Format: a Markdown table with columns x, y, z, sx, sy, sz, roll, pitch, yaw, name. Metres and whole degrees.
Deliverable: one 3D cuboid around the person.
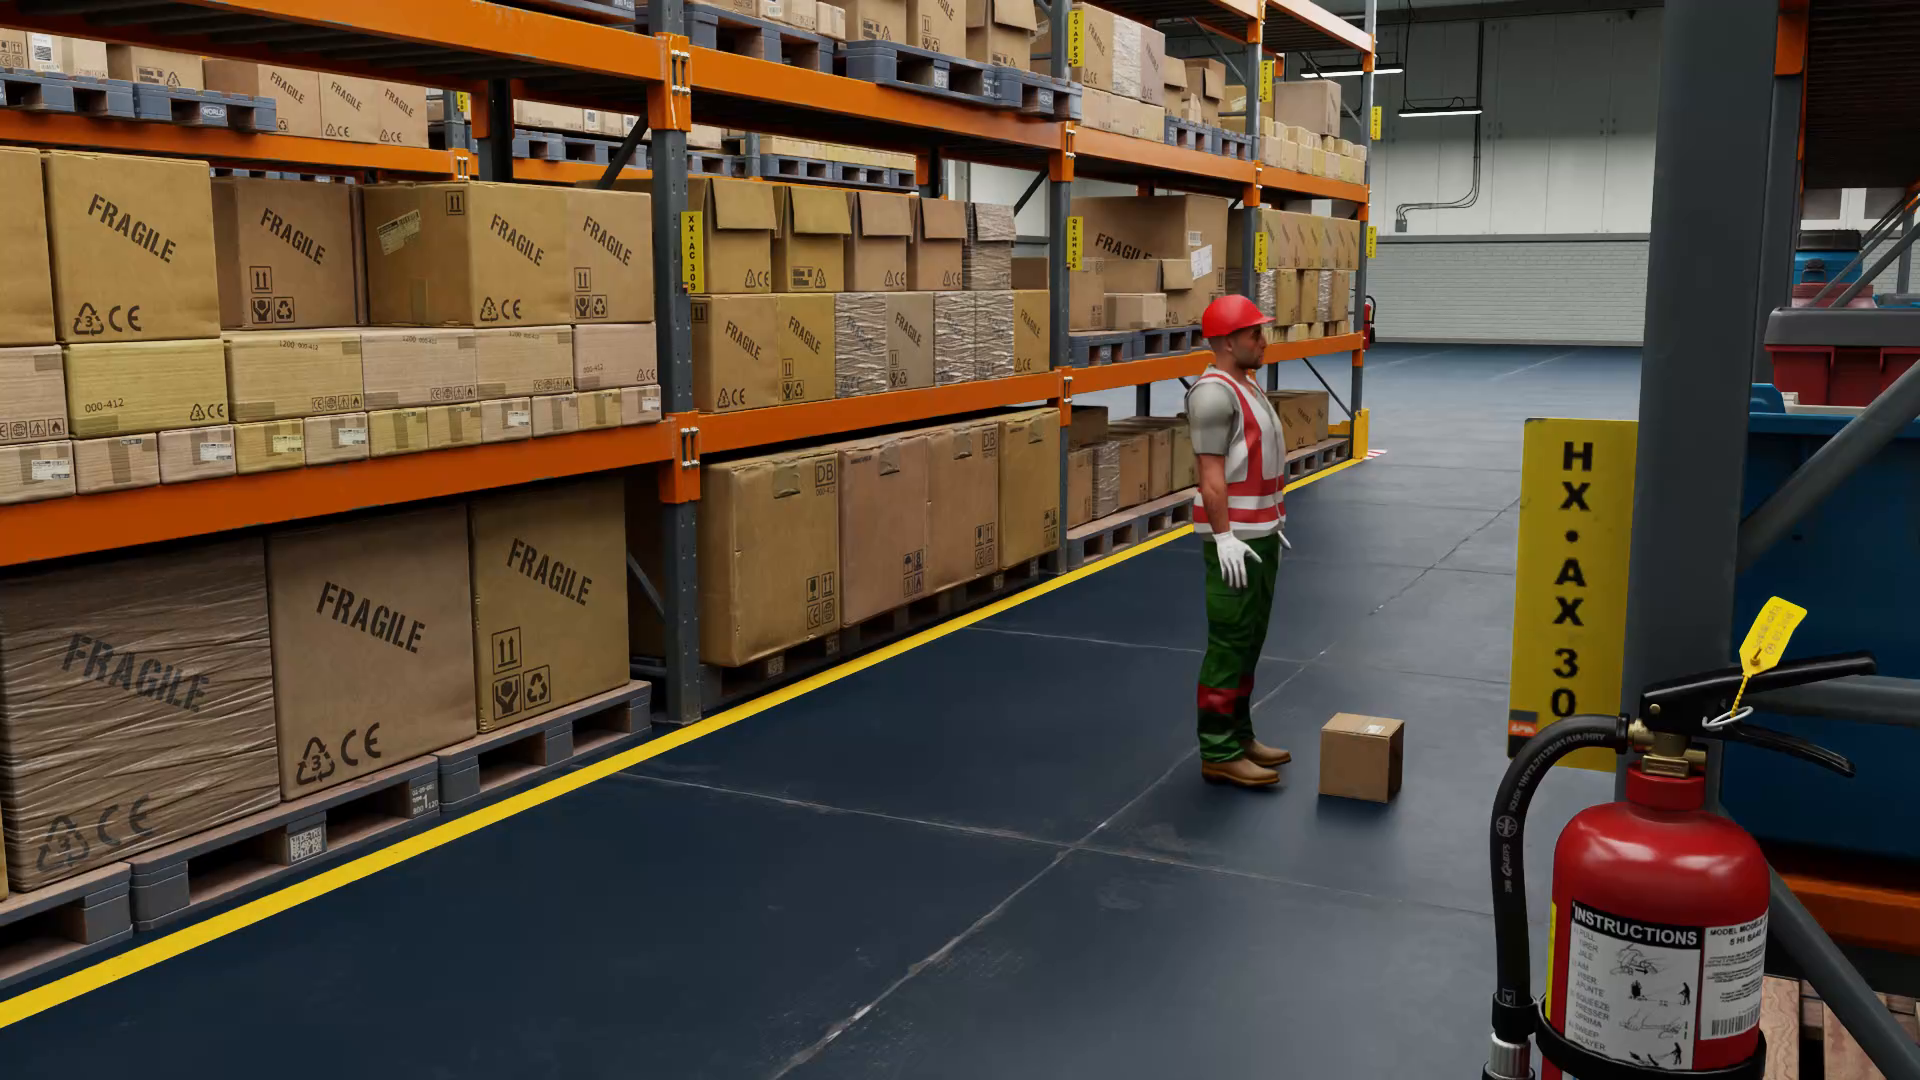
| x | y | z | sx | sy | sz | roll | pitch | yaw | name |
| --- | --- | --- | --- | --- | --- | --- | --- | --- | --- |
| 1.066 | -0.011 | 6.220 | 0.397 | 1.796 | 0.539 | 4 | 10 | 26 | person |
